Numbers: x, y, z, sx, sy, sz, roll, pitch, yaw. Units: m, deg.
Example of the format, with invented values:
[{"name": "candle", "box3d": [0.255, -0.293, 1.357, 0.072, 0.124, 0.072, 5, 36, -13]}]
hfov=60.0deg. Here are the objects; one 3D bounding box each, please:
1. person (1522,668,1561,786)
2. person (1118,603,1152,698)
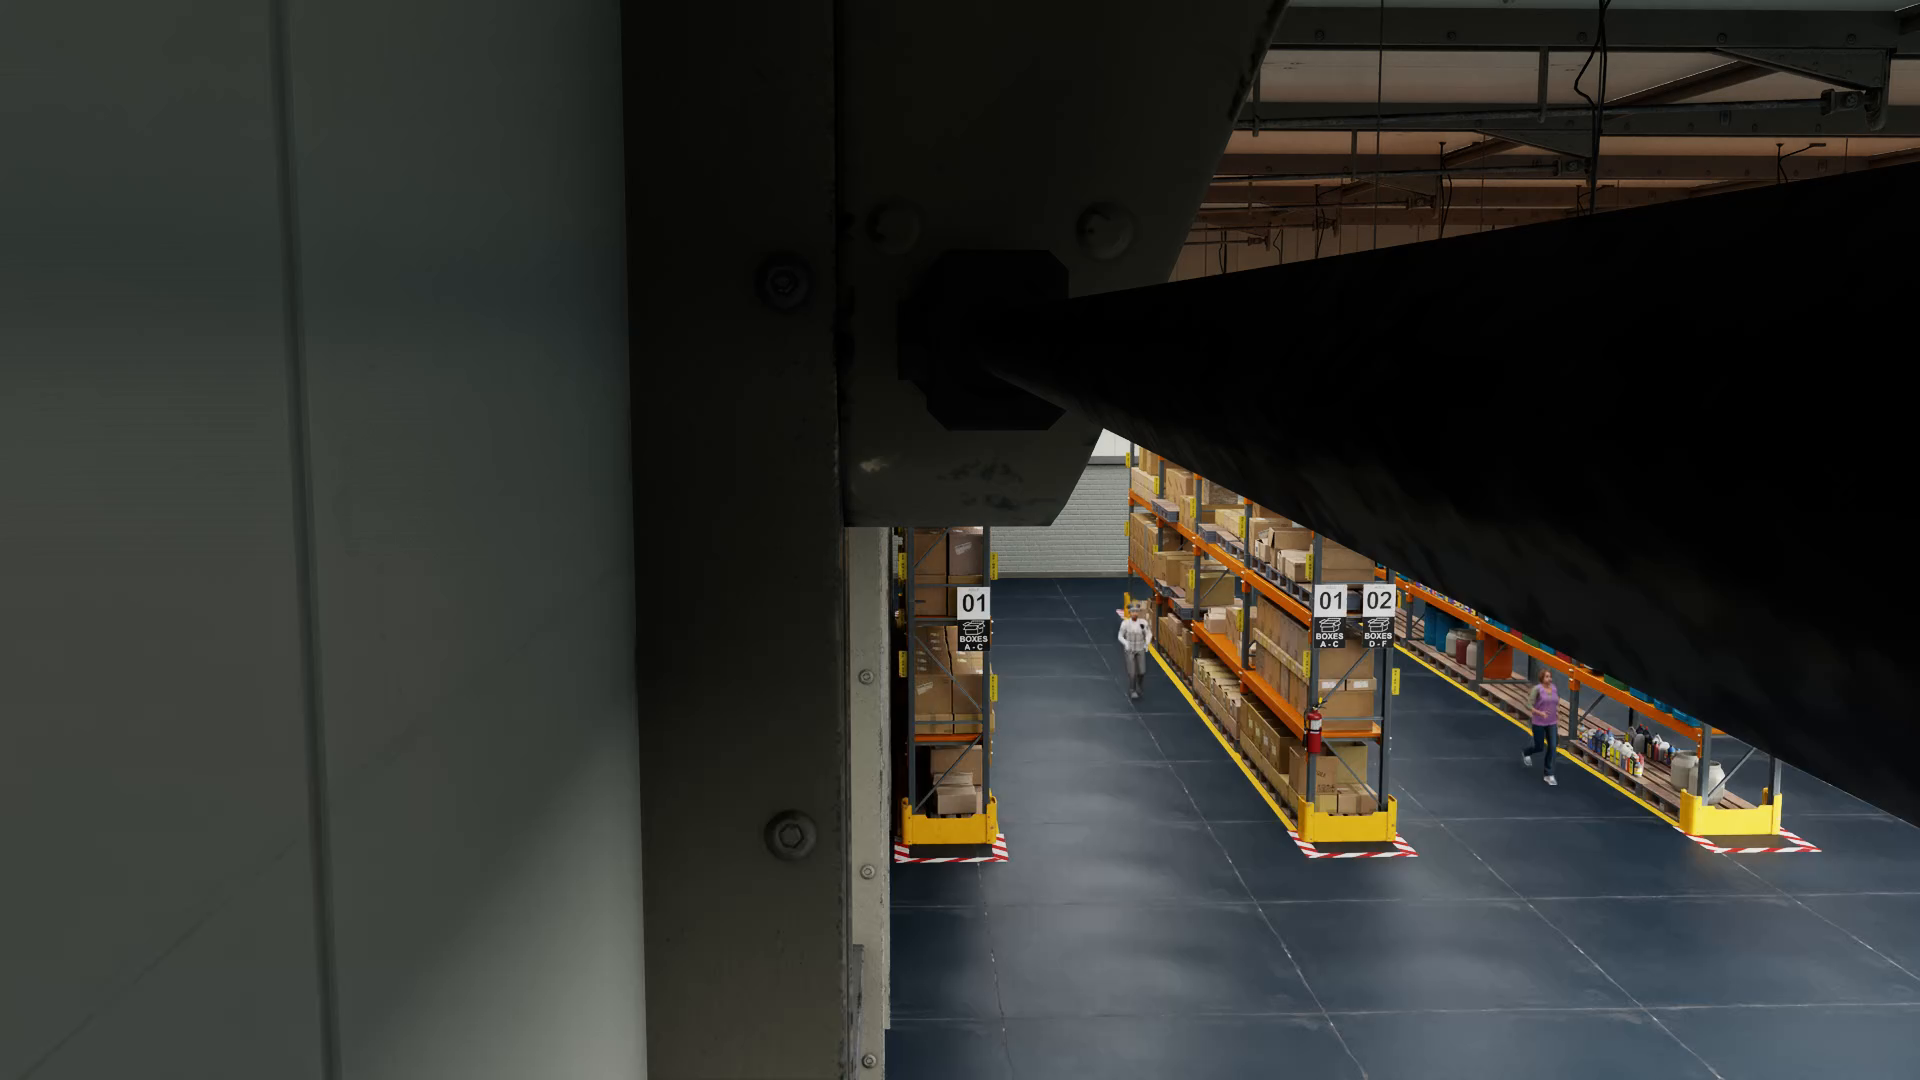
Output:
[{"name": "person", "box3d": [8.160, 2.574, 23.273, 0.539, 1.591, 0.831, -1, 7, -10]}, {"name": "person", "box3d": [2.984, 1.892, 28.253, 0.589, 1.653, 0.528, 0, 7, 1]}]
